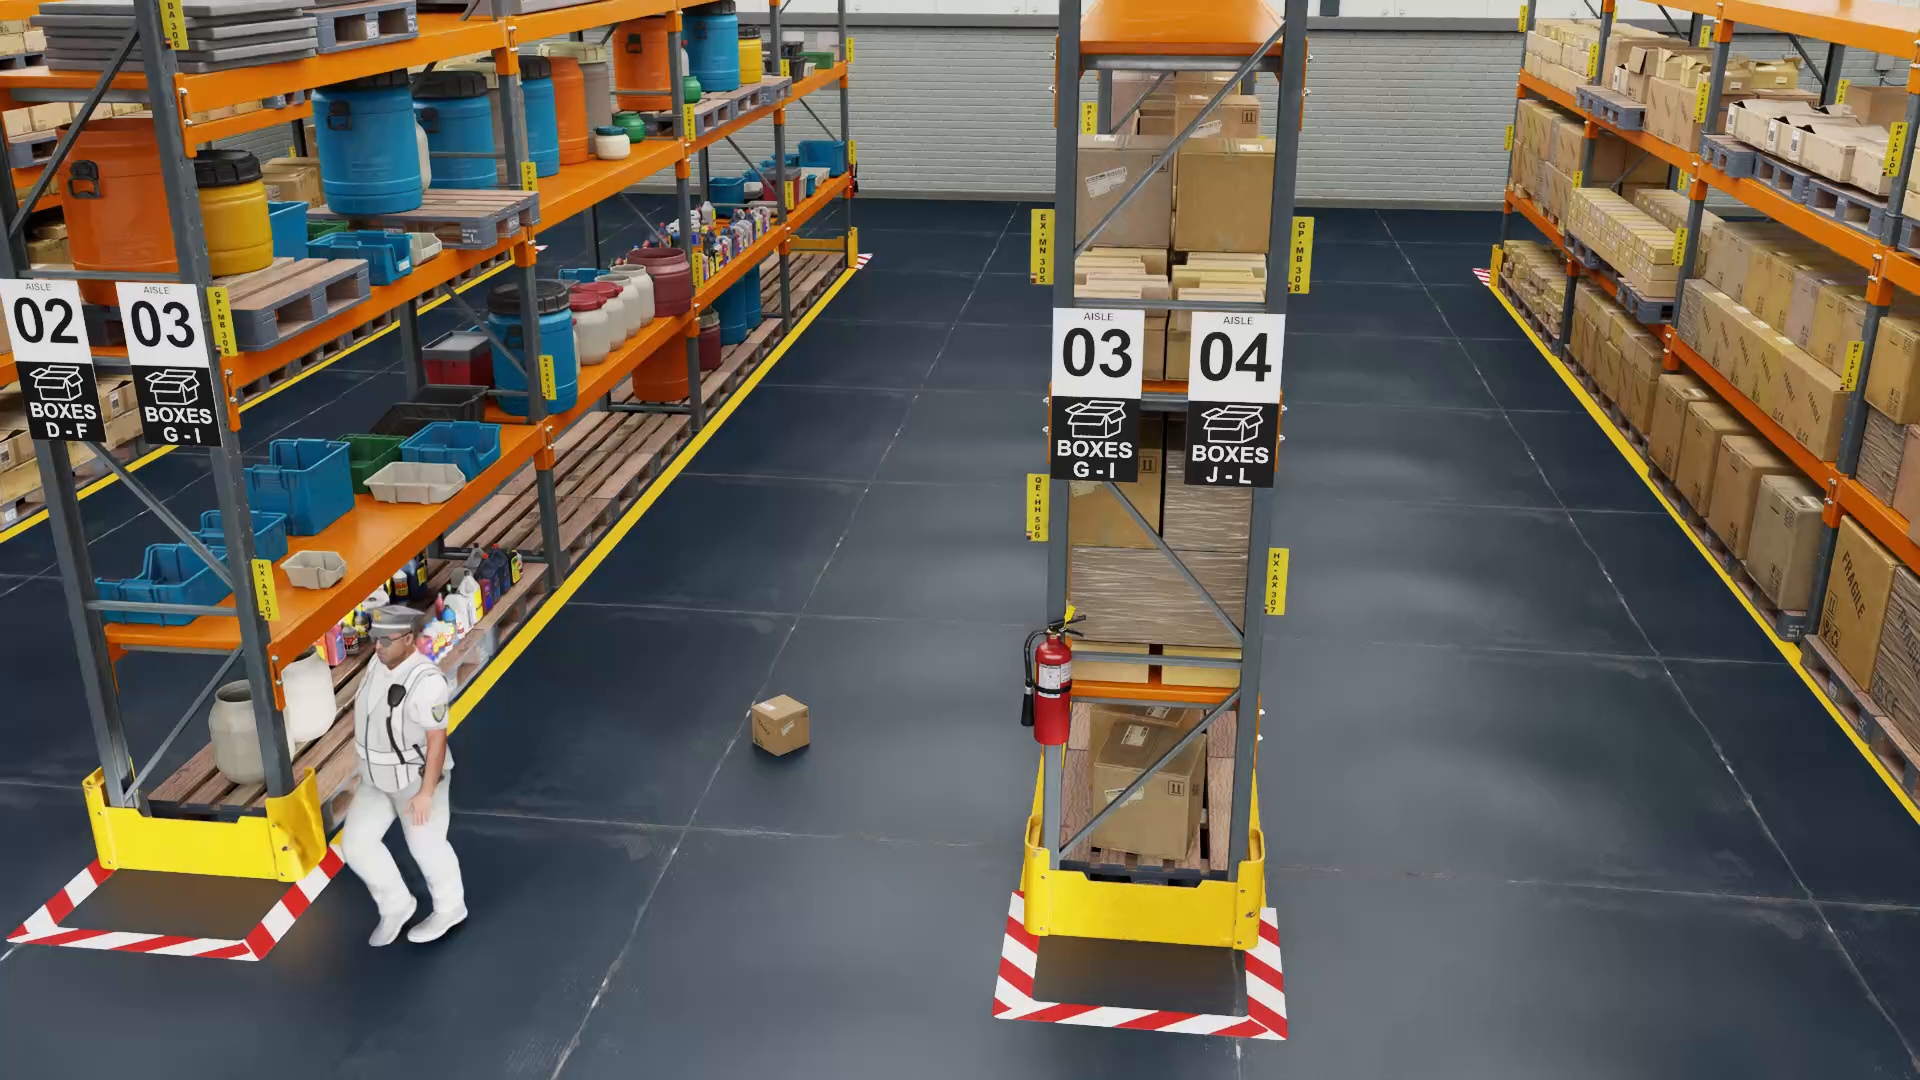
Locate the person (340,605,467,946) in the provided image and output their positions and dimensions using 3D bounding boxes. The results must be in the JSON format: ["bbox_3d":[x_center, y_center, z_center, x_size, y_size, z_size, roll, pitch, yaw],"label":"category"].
[{"bbox_3d":[-2.711,1.185,8.019,0.576,1.832,0.489,13,25,30],"label":"person"}]
